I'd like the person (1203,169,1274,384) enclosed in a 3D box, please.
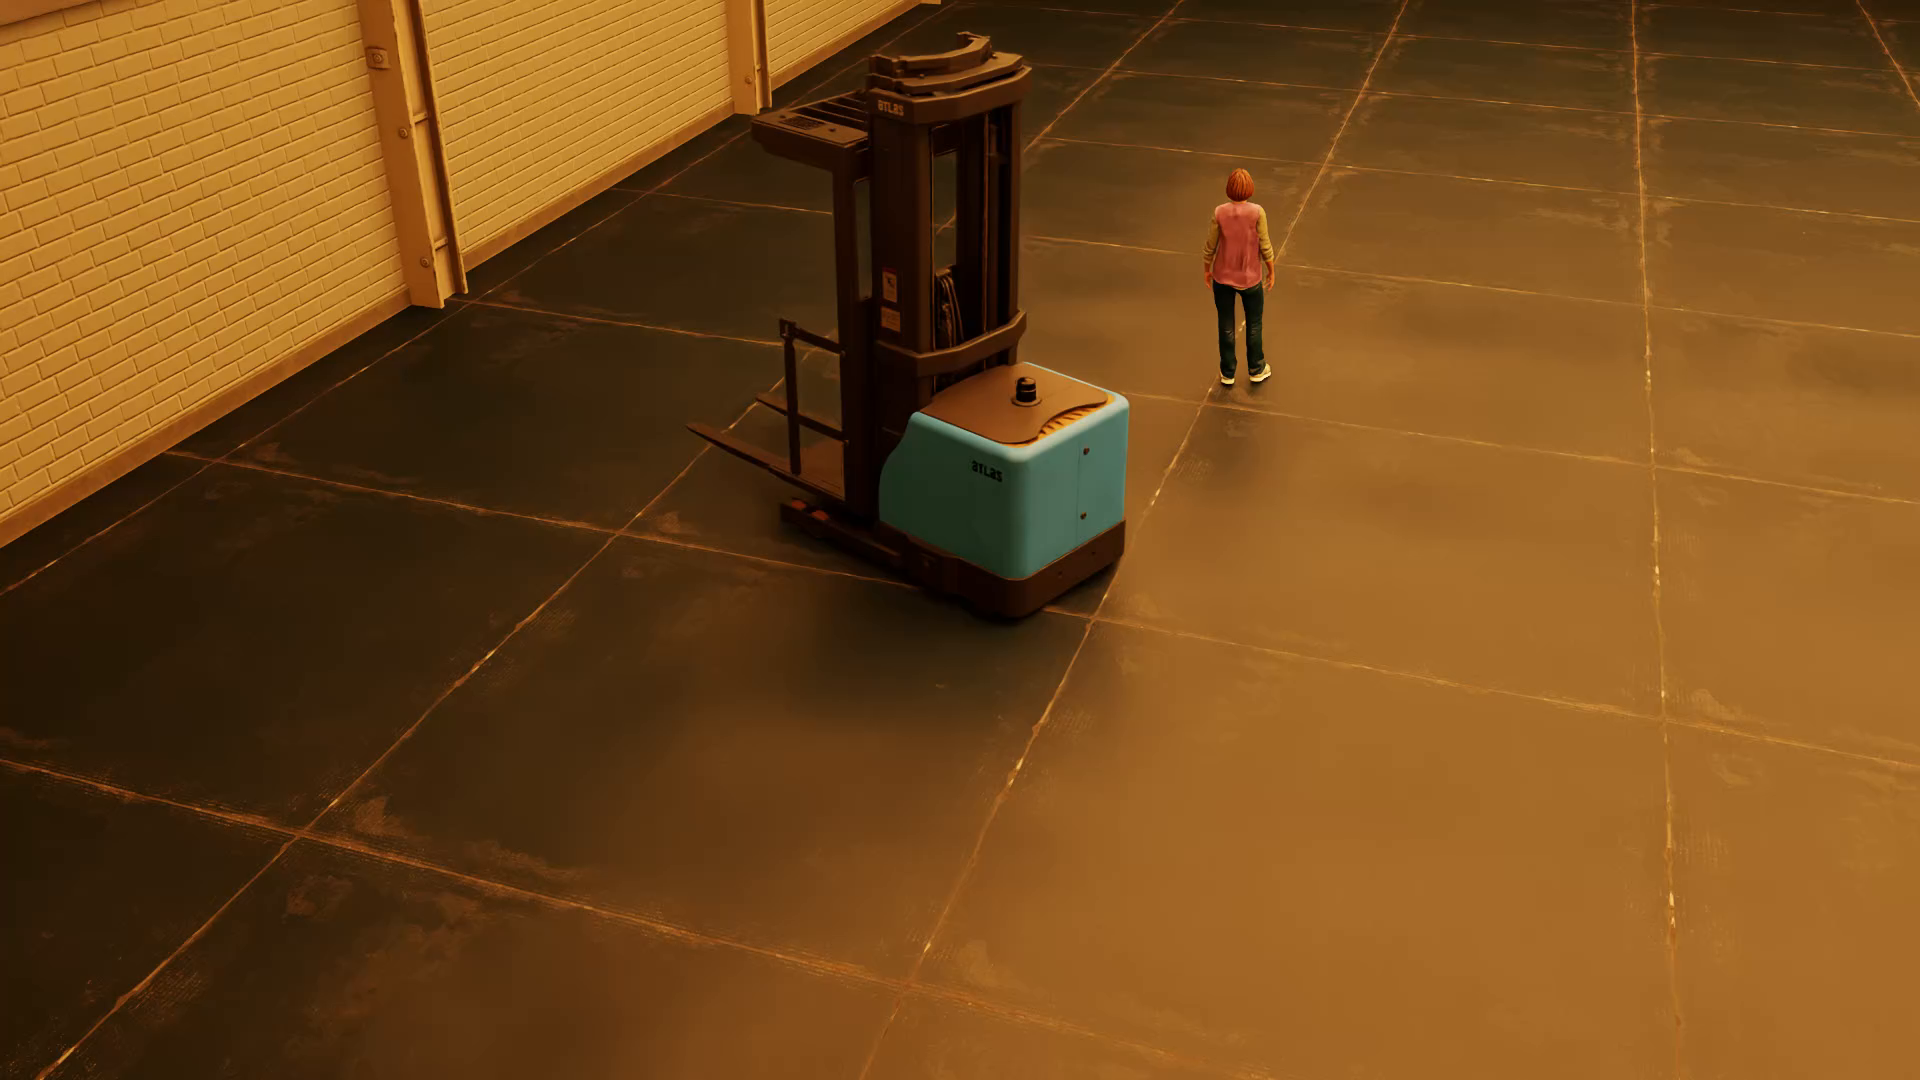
[{"bbox_3d":[1.981,-1.867,11.744,0.520,1.597,0.475,9,31,16],"label":"person"}]

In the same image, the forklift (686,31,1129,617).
[{"bbox_3d":[-0.465,-1.456,9.691,3.031,2.935,1.130,24,38,36],"label":"forklift"}]
